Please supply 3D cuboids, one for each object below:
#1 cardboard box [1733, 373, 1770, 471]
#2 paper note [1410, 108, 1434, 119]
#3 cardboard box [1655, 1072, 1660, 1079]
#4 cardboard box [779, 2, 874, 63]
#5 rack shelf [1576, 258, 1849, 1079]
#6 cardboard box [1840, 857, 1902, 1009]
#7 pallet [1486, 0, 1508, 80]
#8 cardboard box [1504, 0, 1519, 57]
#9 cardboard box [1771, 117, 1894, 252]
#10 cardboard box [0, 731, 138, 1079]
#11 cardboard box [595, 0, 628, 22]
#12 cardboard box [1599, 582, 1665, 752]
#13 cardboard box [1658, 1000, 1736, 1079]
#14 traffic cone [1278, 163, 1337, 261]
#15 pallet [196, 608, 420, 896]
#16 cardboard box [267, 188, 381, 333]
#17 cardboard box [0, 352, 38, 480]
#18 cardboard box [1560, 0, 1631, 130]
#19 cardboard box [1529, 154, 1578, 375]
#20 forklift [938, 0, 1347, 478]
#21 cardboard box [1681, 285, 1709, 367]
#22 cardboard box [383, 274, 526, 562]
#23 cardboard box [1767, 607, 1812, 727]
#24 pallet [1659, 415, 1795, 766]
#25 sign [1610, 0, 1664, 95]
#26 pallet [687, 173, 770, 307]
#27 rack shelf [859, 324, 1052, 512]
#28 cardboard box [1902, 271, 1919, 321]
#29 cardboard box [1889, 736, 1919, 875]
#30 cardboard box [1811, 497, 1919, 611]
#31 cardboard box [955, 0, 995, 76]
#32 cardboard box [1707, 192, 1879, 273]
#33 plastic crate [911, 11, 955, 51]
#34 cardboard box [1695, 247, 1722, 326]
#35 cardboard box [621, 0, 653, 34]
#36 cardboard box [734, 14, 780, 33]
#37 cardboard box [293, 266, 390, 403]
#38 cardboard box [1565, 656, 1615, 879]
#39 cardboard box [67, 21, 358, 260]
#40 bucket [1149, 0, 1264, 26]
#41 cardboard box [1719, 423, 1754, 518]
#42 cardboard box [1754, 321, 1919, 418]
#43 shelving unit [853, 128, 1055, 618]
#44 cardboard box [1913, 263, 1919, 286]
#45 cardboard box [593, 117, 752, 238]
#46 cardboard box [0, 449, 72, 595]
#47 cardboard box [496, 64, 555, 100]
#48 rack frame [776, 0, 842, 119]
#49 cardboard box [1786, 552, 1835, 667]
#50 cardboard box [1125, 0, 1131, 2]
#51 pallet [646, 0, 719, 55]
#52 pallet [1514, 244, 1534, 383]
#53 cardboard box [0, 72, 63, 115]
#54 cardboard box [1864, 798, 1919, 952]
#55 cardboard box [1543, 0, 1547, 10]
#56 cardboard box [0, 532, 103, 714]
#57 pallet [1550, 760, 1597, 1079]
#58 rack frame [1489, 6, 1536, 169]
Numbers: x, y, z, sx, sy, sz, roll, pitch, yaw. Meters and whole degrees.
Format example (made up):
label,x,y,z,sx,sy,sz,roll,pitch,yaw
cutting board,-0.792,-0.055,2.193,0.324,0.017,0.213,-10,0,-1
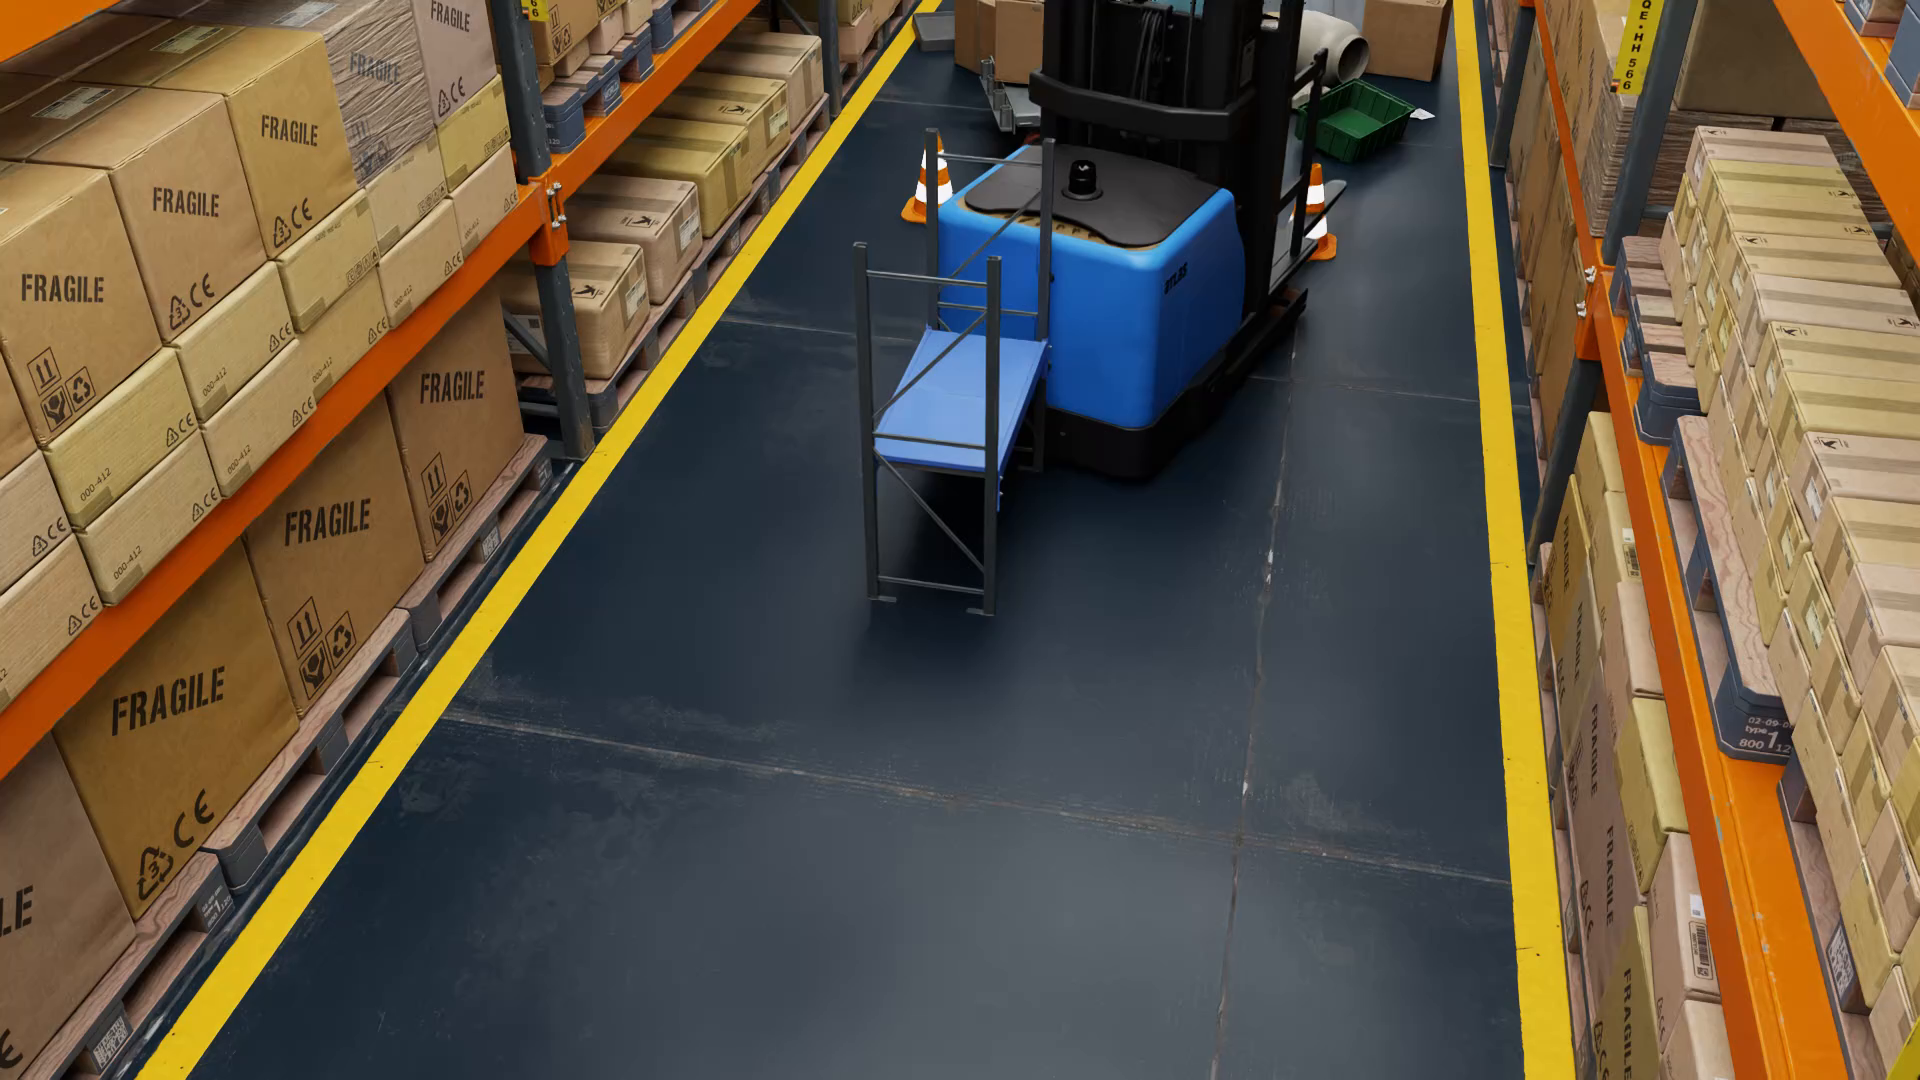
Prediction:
label,x,y,z,sx,sy,sz,roll,pitch,yaw
cardboard box,2.183,-0.279,4.182,0.380,0.149,0.250,7,37,10
paper note,2.870,-2.671,10.409,0.147,0.020,0.142,-17,39,-22
cardboard box,1.814,1.599,3.761,0.500,0.500,0.500,7,36,9
cardboard box,-0.857,-3.298,10.729,0.500,0.250,0.500,6,36,8
rack shelf,2.329,0.357,4.314,1.077,0.370,4.000,7,37,10
cardboard box,1.848,0.742,3.026,0.380,0.149,0.250,8,37,10
pallet,4.108,-3.373,11.224,1.003,0.211,1.213,7,37,10
cardboard box,4.002,-3.553,10.549,0.875,0.875,0.875,8,37,10
cardboard box,3.116,-1.345,5.964,0.500,0.500,0.500,8,37,10
cardboard box,-2.901,0.975,4.302,0.875,0.875,0.875,8,37,11
cardboard box,-1.674,-2.503,6.951,0.500,0.500,0.500,9,37,12
cardboard box,2.146,0.395,4.782,0.500,0.250,0.500,8,37,10
cardboard box,1.814,1.292,3.544,0.500,0.250,0.500,6,36,9
traffic cone,1.849,-1.767,8.794,0.336,0.463,0.334,7,37,10
pallet,-2.606,0.626,5.707,1.003,0.211,1.213,7,37,10
cardboard box,-2.151,-0.885,5.117,0.500,0.250,0.500,6,36,9
cardboard box,-2.499,-0.307,3.680,0.500,0.500,0.500,7,37,10
cardboard box,2.805,-1.986,6.848,0.500,0.500,0.500,7,36,9
cardboard box,3.158,-1.179,7.381,1.050,0.750,0.750,8,37,11
forklift,1.061,-2.288,7.409,1.130,2.935,3.031,19,40,24
cardboard box,2.349,-0.609,4.891,0.380,0.149,0.250,9,37,12
cardboard box,-2.330,-0.568,6.430,0.875,0.875,0.875,7,37,10
cardboard box,2.011,0.296,3.642,0.380,0.149,0.250,6,36,8
pallet,2.374,0.137,4.169,1.003,0.211,1.213,7,37,10
sign,2.214,-1.617,5.439,0.100,0.325,0.005,7,37,10
pallet,-1.670,-1.659,8.860,1.003,0.211,1.213,7,37,10
rack shelf,0.002,-0.496,6.463,0.538,0.185,1.000,8,37,10
cardboard box,3.045,-0.667,4.970,0.380,0.149,0.250,7,37,10
cardboard box,1.854,0.494,2.861,0.380,0.149,0.250,6,36,9
cardboard box,2.023,0.055,3.467,0.380,0.149,0.250,6,36,8
cardboard box,0.312,-3.369,10.971,0.500,0.500,0.500,-24,42,-30
cardboard box,2.357,-0.855,4.723,0.380,0.149,0.250,7,37,10
plastic crate,-0.110,-3.552,11.582,0.402,0.080,0.583,-5,36,-6
cardboard box,2.347,-0.709,4.774,0.380,0.149,0.250,6,36,9
cardboard box,-1.574,-2.339,7.277,0.380,0.149,0.250,8,37,10
cardboard box,-1.383,-3.366,10.823,0.500,0.250,0.500,9,37,12
cardboard box,-2.172,-0.679,5.258,0.500,0.250,0.500,7,37,9
cardboard box,2.147,0.718,4.975,0.500,0.500,0.500,6,36,9
cardboard box,-2.170,-1.180,4.885,0.500,0.500,0.500,7,37,10
bucket,1.388,-3.031,9.870,0.726,0.611,0.620,20,51,26
cardboard box,2.182,-0.158,4.268,0.380,0.149,0.250,8,37,11
cardboard box,2.189,-0.396,4.089,0.380,0.149,0.250,8,37,11
shelving unit,0.002,-0.642,6.358,0.538,1.500,1.048,8,37,10
cardboard box,3.040,-0.776,4.868,0.380,0.149,0.250,9,37,12
cardboard box,-1.653,-1.930,8.739,0.950,0.372,0.625,8,37,12
cardboard box,-2.502,-0.011,3.911,0.500,0.250,0.500,8,37,11
cardboard box,-1.850,-1.875,6.637,0.380,0.149,0.250,5,36,7
rack frame,-1.247,-3.937,9.626,1.000,3.000,0.127,7,37,10
cardboard box,2.016,0.171,3.560,0.380,0.149,0.250,6,36,8
cardboard box,1.301,-4.071,12.241,0.380,0.149,0.250,28,44,33
pallet,-1.718,-2.706,8.091,1.003,0.211,1.213,7,37,10
pallet,3.261,-1.092,8.076,1.003,0.211,1.213,7,37,10
cardboard box,-2.778,-0.968,4.592,0.500,0.500,0.500,8,37,11
cardboard box,1.849,0.620,2.942,0.380,0.149,0.250,8,37,10
cardboard box,3.128,-2.857,8.051,0.500,0.500,0.500,8,37,10
cardboard box,-2.494,0.195,4.053,0.500,0.250,0.500,6,36,9
pallet,2.325,1.193,4.924,1.003,0.211,1.213,7,37,10
rack frame,3.611,-3.374,8.849,1.000,3.000,0.127,7,37,10
